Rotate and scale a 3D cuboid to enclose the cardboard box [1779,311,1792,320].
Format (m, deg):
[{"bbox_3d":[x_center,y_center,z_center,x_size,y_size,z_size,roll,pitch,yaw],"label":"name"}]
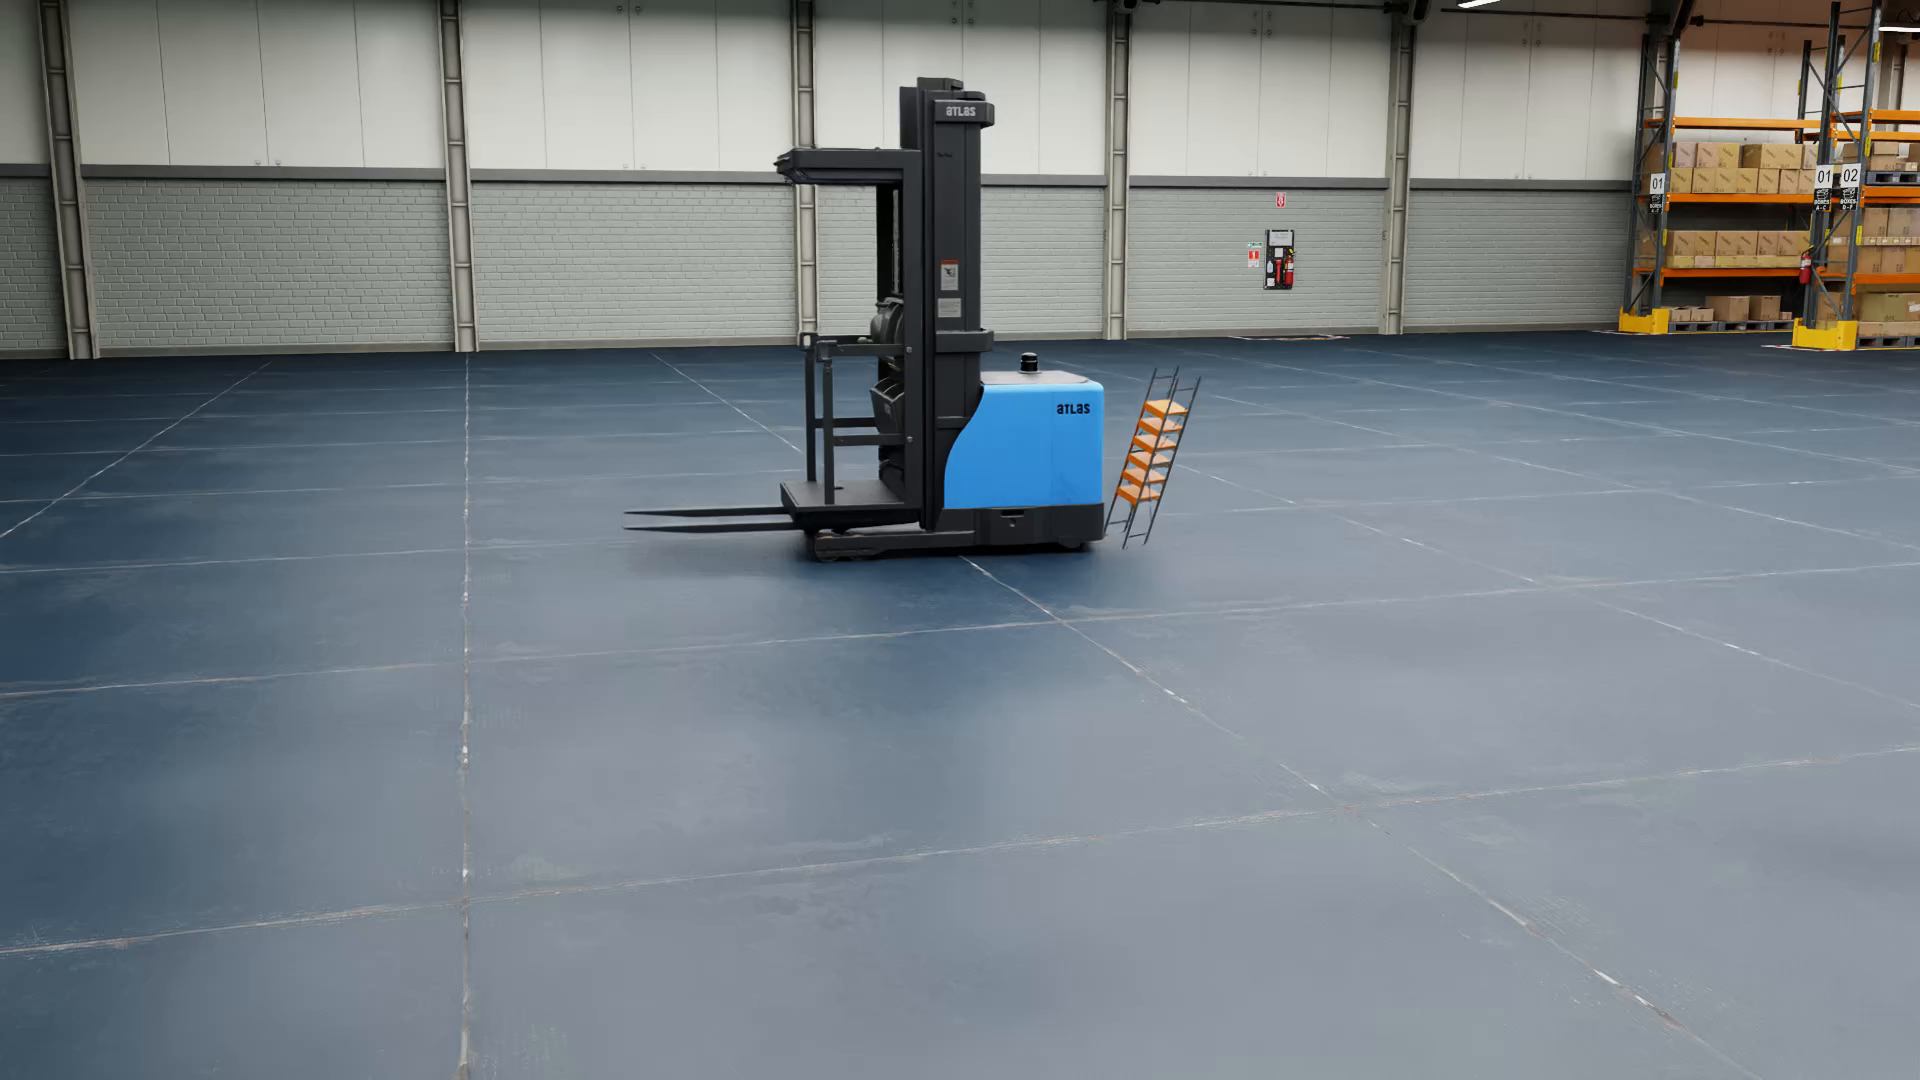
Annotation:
[{"bbox_3d":[17.404,-4.772,35.295,0.250,0.166,0.380,-5,11,-23],"label":"cardboard box"}]

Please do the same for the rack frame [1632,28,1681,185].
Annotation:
[{"bbox_3d":[14.069,-8.730,33.611,0.127,3.000,1.000,-3,11,-16],"label":"rack frame"}]

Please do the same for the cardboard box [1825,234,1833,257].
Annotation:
[{"bbox_3d":[18.408,-6.267,35.312,0.500,0.500,0.700,-3,11,-16],"label":"cardboard box"}]

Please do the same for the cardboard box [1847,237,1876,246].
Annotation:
[{"bbox_3d":[15.894,-5.269,29.314,0.250,0.149,0.380,-3,11,-16],"label":"cardboard box"}]

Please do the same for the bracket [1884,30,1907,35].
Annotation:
[{"bbox_3d":[19.961,-10.907,35.494,0.430,0.232,0.235,-3,11,-16],"label":"bracket"}]

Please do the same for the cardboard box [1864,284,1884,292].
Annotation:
[{"bbox_3d":[19.532,-5.427,35.861,0.500,0.250,0.500,-3,11,-18],"label":"cardboard box"}]

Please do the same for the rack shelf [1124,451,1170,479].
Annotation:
[{"bbox_3d":[1.205,-0.486,10.621,0.258,0.103,0.180,-10,35,-43],"label":"rack shelf"}]

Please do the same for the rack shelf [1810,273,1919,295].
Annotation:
[{"bbox_3d":[17.378,-4.666,30.092,4.000,0.370,1.077,-3,11,-16],"label":"rack shelf"}]

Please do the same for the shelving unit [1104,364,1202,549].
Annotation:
[{"bbox_3d":[1.216,-0.525,10.602,0.258,1.200,0.189,-10,35,-43],"label":"shelving unit"}]

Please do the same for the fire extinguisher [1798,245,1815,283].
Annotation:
[{"bbox_3d":[15.214,-4.955,29.890,0.183,0.674,0.296,-3,11,-16],"label":"fire extinguisher"}]

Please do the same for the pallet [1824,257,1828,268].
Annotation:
[{"bbox_3d":[18.684,-5.901,35.344,1.213,0.211,1.003,-3,11,-16],"label":"pallet"}]

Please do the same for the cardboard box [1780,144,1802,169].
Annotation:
[{"bbox_3d":[16.978,-7.905,34.325,0.500,0.500,0.500,-2,11,-13],"label":"cardboard box"}]

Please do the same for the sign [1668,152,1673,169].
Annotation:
[{"bbox_3d":[14.221,-7.590,33.291,0.005,0.325,0.100,-3,11,-16],"label":"sign"}]

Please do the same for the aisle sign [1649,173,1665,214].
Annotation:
[{"bbox_3d":[14.084,-7.002,33.616,0.004,0.787,0.394,-3,11,-16],"label":"aisle sign"}]

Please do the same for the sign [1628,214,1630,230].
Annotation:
[{"bbox_3d":[13.933,-6.602,34.550,0.005,0.325,0.100,-3,11,-16],"label":"sign"}]

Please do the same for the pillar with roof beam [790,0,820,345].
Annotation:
[{"bbox_3d":[-1.580,-7.256,25.607,0.548,9.000,9.100,-3,11,-16],"label":"pillar with roof beam"}]

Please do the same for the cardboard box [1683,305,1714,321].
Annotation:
[{"bbox_3d":[15.306,-4.721,34.620,0.500,0.311,0.500,-2,11,-11],"label":"cardboard box"}]

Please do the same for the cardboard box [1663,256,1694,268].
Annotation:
[{"bbox_3d":[14.626,-5.685,34.000,0.500,0.250,0.500,-3,11,-18],"label":"cardboard box"}]

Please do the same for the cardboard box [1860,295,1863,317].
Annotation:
[{"bbox_3d":[19.094,-5.044,35.847,0.500,0.500,0.700,-3,11,-17],"label":"cardboard box"}]

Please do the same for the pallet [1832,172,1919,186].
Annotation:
[{"bbox_3d":[16.143,-6.381,29.384,1.213,0.211,1.003,-3,11,-16],"label":"pallet"}]

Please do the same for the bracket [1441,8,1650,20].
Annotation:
[{"bbox_3d":[11.710,-10.472,33.132,4.783,0.066,0.076,-3,11,-16],"label":"bracket"}]

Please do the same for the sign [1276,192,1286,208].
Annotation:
[{"bbox_3d":[6.320,-6.700,32.753,0.199,0.298,0.001,-3,11,-16],"label":"sign"}]

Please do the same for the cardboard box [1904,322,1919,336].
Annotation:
[{"bbox_3d":[16.994,-3.812,29.904,0.500,0.250,0.500,-3,11,-16],"label":"cardboard box"}]

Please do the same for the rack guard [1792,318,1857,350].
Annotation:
[{"bbox_3d":[15.434,-3.688,29.697,0.348,0.500,1.175,-3,11,-16],"label":"rack guard"}]

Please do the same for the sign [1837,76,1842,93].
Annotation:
[{"bbox_3d":[18.044,-9.335,34.101,0.005,0.325,0.100,-3,11,-16],"label":"sign"}]

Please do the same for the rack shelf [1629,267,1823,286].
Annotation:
[{"bbox_3d":[15.989,-5.527,34.769,4.000,0.370,1.077,-3,11,-16],"label":"rack shelf"}]

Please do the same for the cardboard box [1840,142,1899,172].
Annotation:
[{"bbox_3d":[16.010,-6.748,29.300,0.637,0.503,0.797,-2,11,-12],"label":"cardboard box"}]

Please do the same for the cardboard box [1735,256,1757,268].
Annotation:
[{"bbox_3d":[16.098,-5.763,34.428,0.500,0.250,0.500,-3,11,-15],"label":"cardboard box"}]

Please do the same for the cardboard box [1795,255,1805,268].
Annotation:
[{"bbox_3d":[17.540,-5.841,34.849,0.500,0.250,0.500,-3,11,-16],"label":"cardboard box"}]

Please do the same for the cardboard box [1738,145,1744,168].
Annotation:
[{"bbox_3d":[15.895,-7.947,34.553,0.500,0.500,0.500,-3,11,-16],"label":"cardboard box"}]

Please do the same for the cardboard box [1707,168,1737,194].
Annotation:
[{"bbox_3d":[15.483,-7.335,33.988,0.500,0.500,0.500,-2,11,-13],"label":"cardboard box"}]

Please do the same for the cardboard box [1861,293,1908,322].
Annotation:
[{"bbox_3d":[16.514,-4.155,29.697,0.500,0.500,0.500,-3,11,-16],"label":"cardboard box"}]

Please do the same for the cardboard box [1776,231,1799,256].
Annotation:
[{"bbox_3d":[17.065,-6.183,34.633,0.500,0.500,0.500,-3,11,-16],"label":"cardboard box"}]

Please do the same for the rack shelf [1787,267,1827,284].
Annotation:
[{"bbox_3d":[19.830,-5.729,35.868,4.000,0.370,1.077,-3,11,-16],"label":"rack shelf"}]

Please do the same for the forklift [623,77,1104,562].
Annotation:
[{"bbox_3d":[-0.645,-1.407,10.591,3.031,2.935,1.130,-2,11,-11],"label":"forklift"}]

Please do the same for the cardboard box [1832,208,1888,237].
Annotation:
[{"bbox_3d":[15.960,-5.630,29.482,0.500,0.500,0.700,-3,11,-16],"label":"cardboard box"}]

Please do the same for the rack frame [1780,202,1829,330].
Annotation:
[{"bbox_3d":[17.910,-5.982,35.254,0.127,3.000,1.000,-3,11,-16],"label":"rack frame"}]

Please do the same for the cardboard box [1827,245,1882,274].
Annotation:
[{"bbox_3d":[15.909,-4.989,29.585,0.500,0.500,0.700,-3,11,-16],"label":"cardboard box"}]

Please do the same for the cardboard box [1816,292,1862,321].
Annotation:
[{"bbox_3d":[15.889,-4.220,30.049,0.500,0.500,0.500,-3,11,-16],"label":"cardboard box"}]

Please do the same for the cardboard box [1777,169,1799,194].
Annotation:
[{"bbox_3d":[17.005,-7.424,34.472,0.500,0.500,0.500,-4,11,-21],"label":"cardboard box"}]

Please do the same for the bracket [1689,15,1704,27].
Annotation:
[{"bbox_3d":[14.997,-10.645,34.073,0.430,0.232,0.235,-3,11,-16],"label":"bracket"}]

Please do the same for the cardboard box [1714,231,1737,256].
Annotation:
[{"bbox_3d":[15.587,-6.104,34.208,0.500,0.500,0.500,-3,11,-18],"label":"cardboard box"}]

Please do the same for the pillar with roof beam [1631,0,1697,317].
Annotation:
[{"bbox_3d":[15.703,-8.167,30.555,0.548,9.000,9.100,-3,11,-16],"label":"pillar with roof beam"}]

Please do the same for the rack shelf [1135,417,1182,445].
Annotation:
[{"bbox_3d":[1.264,-0.696,10.520,0.258,0.103,0.180,-10,35,-43],"label":"rack shelf"}]

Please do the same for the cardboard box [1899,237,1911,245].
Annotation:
[{"bbox_3d":[16.630,-5.307,29.524,0.250,0.149,0.380,-3,11,-17],"label":"cardboard box"}]

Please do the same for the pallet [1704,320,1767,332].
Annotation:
[{"bbox_3d":[16.101,-4.508,34.949,1.213,0.211,1.003,-3,11,-16],"label":"pallet"}]

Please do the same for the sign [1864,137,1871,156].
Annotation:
[{"bbox_3d":[15.607,-6.765,28.594,0.005,0.325,0.100,-3,11,-16],"label":"sign"}]

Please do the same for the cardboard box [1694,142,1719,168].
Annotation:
[{"bbox_3d":[15.003,-7.799,33.748,0.500,0.500,0.500,-3,11,-17],"label":"cardboard box"}]

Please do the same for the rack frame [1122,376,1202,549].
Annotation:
[{"bbox_3d":[1.275,-0.482,10.547,0.240,1.200,0.006,-10,35,-43],"label":"rack frame"}]

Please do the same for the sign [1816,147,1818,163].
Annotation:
[{"bbox_3d":[15.319,-6.885,29.649,0.005,0.325,0.100,-3,11,-16],"label":"sign"}]
